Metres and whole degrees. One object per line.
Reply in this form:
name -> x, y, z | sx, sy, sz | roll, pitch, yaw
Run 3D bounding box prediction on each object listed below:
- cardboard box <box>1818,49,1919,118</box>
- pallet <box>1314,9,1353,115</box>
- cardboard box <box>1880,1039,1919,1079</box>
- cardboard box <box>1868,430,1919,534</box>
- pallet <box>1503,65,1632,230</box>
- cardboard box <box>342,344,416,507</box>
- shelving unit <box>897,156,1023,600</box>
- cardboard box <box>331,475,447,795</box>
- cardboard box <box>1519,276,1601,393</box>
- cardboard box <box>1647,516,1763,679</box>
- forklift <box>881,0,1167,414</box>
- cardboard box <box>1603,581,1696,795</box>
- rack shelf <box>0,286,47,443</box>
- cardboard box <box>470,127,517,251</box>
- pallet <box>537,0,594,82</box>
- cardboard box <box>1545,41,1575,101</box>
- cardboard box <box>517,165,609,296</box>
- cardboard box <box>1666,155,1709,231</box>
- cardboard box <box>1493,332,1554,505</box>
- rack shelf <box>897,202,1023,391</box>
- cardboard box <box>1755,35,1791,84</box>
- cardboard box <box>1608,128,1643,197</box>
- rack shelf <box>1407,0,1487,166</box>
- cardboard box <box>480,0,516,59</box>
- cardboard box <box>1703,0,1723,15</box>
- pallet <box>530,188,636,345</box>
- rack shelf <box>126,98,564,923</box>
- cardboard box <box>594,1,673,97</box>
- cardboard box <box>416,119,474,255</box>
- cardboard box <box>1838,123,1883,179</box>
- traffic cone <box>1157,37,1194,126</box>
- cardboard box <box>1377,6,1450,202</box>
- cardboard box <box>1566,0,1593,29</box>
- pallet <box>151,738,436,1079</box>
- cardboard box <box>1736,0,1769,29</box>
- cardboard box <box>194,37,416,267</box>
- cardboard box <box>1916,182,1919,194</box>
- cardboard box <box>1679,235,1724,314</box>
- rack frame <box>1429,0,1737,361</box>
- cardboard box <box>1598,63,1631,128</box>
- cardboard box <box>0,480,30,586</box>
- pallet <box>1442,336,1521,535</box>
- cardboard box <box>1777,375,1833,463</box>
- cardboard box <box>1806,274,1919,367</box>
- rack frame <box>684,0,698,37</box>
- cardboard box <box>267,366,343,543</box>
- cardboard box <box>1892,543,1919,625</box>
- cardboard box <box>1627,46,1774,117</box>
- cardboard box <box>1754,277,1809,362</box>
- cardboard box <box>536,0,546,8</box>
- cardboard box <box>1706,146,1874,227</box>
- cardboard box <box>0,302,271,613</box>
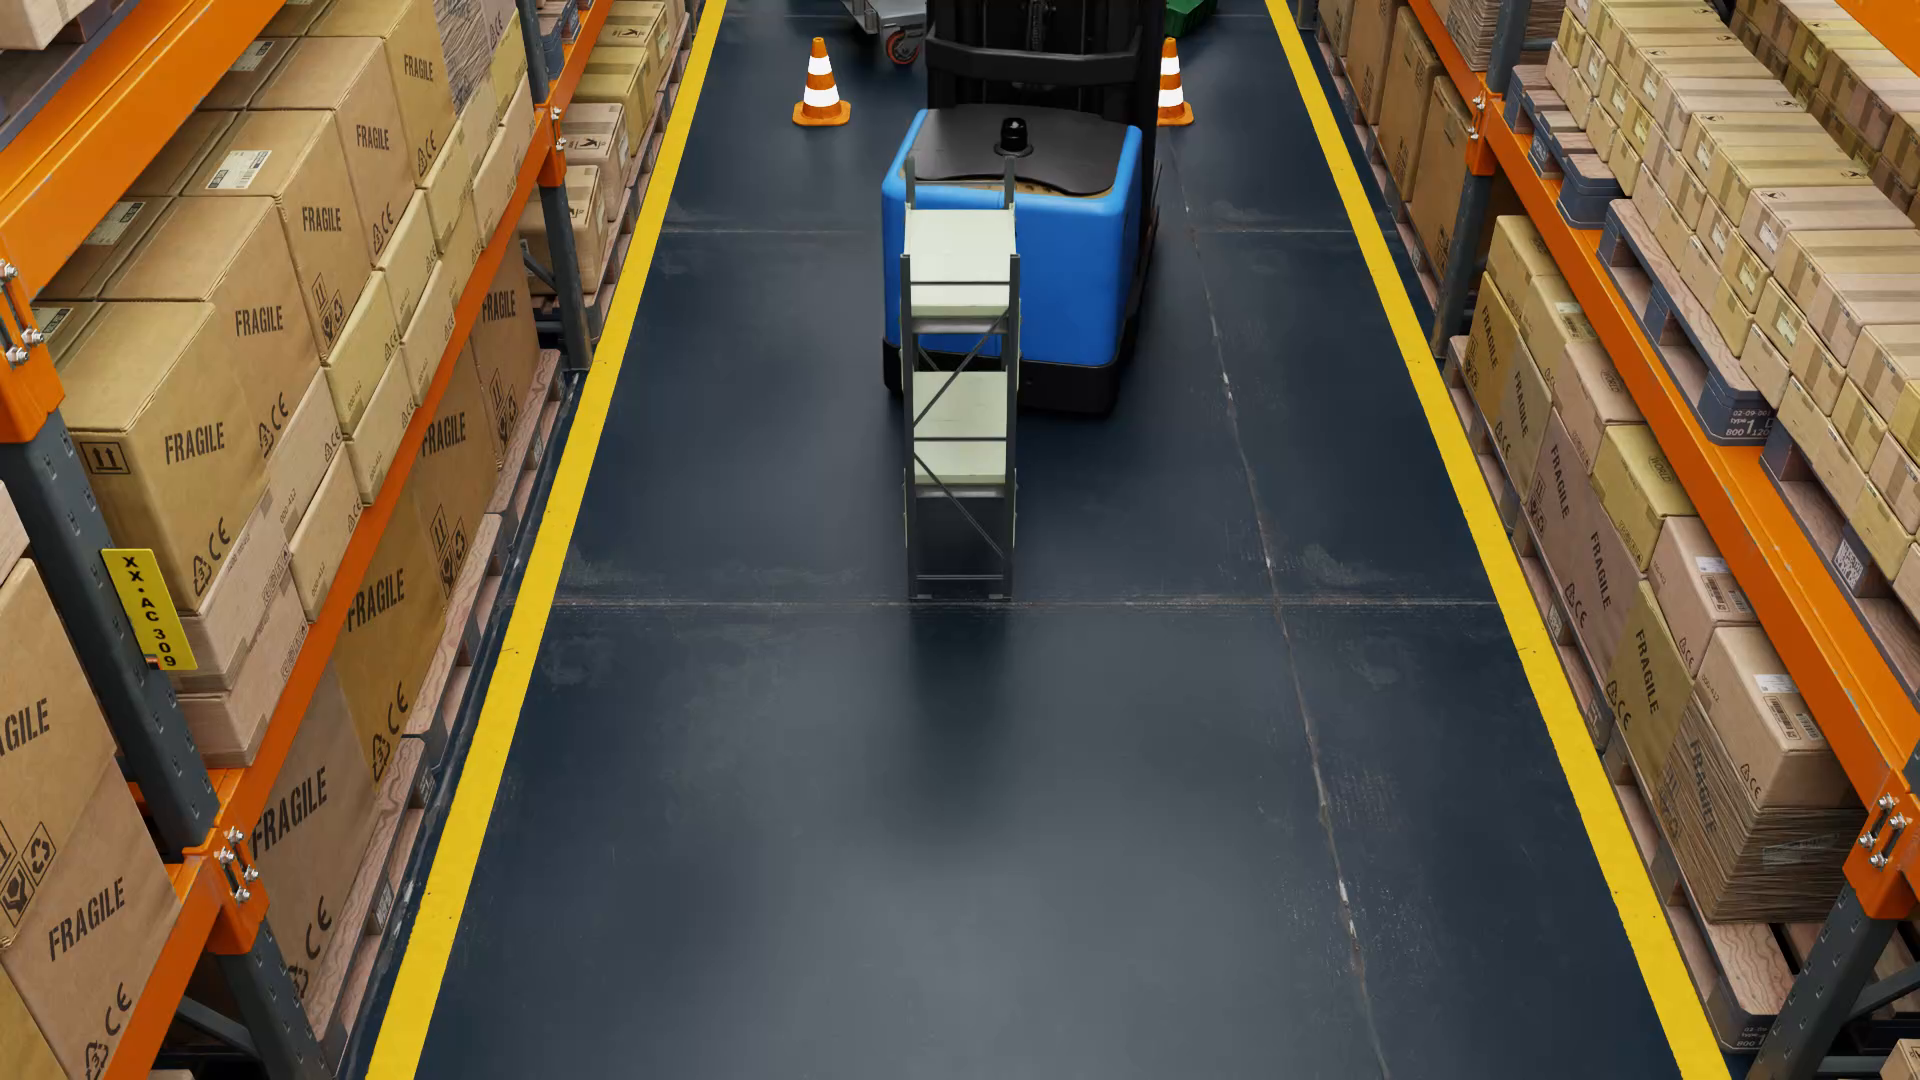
cardboard box -> 3.191, -1.556, 5.682 | 0.380, 0.149, 0.250 | 1, 39, 1
pallet -> 2.801, -2.983, 10.303 | 1.003, 0.211, 1.213 | 0, 39, 0
cardboard box -> 2.527, 1.382, 4.096 | 0.380, 0.149, 0.250 | 1, 39, 2
cardboard box -> 2.534, -0.146, 4.161 | 0.380, 0.149, 0.250 | 0, 39, 0
pallet -> 2.837, -1.531, 6.416 | 1.213, 0.211, 1.003 | 0, 39, 0
cardboard box -> -1.939, -0.345, 4.901 | 0.500, 0.250, 0.500 | 0, 39, 0
shelving unit -> 0.000, -0.589, 6.286 | 0.431, 1.500, 0.755 | 0, 39, 0
cardboard box -> -2.306, 0.229, 5.429 | 0.875, 0.875, 0.875 | 1, 39, 1
cardboard box -> 2.489, -0.784, 6.394 | 0.500, 0.250, 0.500 | 0, 39, -1
cardboard box -> 2.493, 0.181, 5.188 | 0.500, 0.250, 0.500 | 2, 39, 2
forklift -> 0.434, -2.624, 7.681 | 1.130, 2.935, 3.031 | 7, 39, 8
cardboard box -> 2.481, 0.478, 5.418 | 0.500, 0.500, 0.500 | -1, 39, -1
rack shelf -> -2.214, 0.877, 1.433 | 1.077, 0.370, 4.000 | 0, 39, 0
cardboard box -> -1.944, -1.291, 6.082 | 0.500, 0.250, 0.500 | 1, 39, 1
pallet -> -2.328, -2.356, 7.444 | 1.213, 0.211, 1.003 | 0, 39, 0
cardboard box -> 2.528, -1.838, 6.510 | 0.380, 0.149, 0.250 | -1, 39, -1
cardboard box -> -2.211, -1.477, 7.960 | 0.950, 0.372, 0.625 | -2, 39, -3
cardboard box -> 2.532, -1.126, 5.384 | 0.380, 0.149, 0.250 | 0, 39, 0
cardboard box -> 2.479, -0.483, 6.618 | 0.500, 0.500, 0.500 | 0, 39, 0
rack shelf -> 0.000, -0.894, 6.042 | 0.431, 0.370, 0.720 | 0, 39, 0
cardboard box -> 3.187, -1.758, 6.173 | 0.380, 0.149, 0.250 | 1, 39, 2
cardboard box -> 2.531, -1.332, 5.879 | 0.380, 0.149, 0.250 | 2, 39, 2
rack shelf -> 2.727, -3.022, 8.697 | 1.077, 0.370, 4.000 | 0, 39, 0
cardboard box -> -1.958, -2.091, 6.081 | 0.500, 0.500, 0.500 | -1, 39, -1
cardboard box -> 2.999, -2.372, 7.231 | 0.500, 0.500, 0.500 | 0, 39, 0
pallet -> -2.220, -1.386, 8.310 | 1.003, 0.211, 1.213 | 0, 39, 0
rack shelf -> -2.218, -0.454, 5.493 | 1.077, 0.370, 4.000 | 0, 39, 0
cardboard box -> -2.218, -2.847, 9.670 | 0.950, 0.372, 0.625 | 2, 39, 3
cardboard box -> -1.941, -1.178, 5.542 | 0.500, 0.250, 0.500 | -1, 39, -1
cardboard box -> 3.188, -1.282, 5.578 | 0.380, 0.149, 0.250 | 0, 39, 0
traffic cone -> 1.216, -2.724, 9.779 | 0.336, 0.463, 0.334 | 0, 39, 0
cardboard box -> 2.814, -2.265, 8.641 | 1.050, 0.750, 0.750 | 1, 39, 1
cardboard box -> 2.536, -2.058, 6.309 | 0.380, 0.149, 0.250 | 0, 39, 0
pallet -> -2.292, 1.122, 5.181 | 1.003, 0.211, 1.213 | 0, 39, 0
cardboard box -> 3.188, -2.044, 6.291 | 0.380, 0.149, 0.250 | -1, 39, -2
cardboard box -> -1.962, -1.143, 4.899 | 0.500, 0.500, 0.500 | -1, 39, -1
cardboard box -> 3.187, -1.072, 5.079 | 0.380, 0.149, 0.250 | 1, 39, 1
cardboard box -> 2.530, -0.846, 5.272 | 0.380, 0.149, 0.250 | -1, 39, -2
rack frame -> 2.729, -2.052, 6.912 | 1.000, 3.000, 0.127 | 0, 39, 0
cardboard box -> 2.535, -1.595, 5.969 | 0.380, 0.149, 0.250 | -1, 39, -1
cardboard box -> -1.897, 0.026, 2.920 | 0.380, 0.149, 0.250 | -1, 39, -1
pallet -> 2.729, -0.475, 7.174 | 1.003, 0.211, 1.213 | 0, 39, 0
cardboard box -> 2.536, -0.340, 4.640 | 0.380, 0.149, 0.250 | -2, 39, -2
cardboard box -> 2.538, -0.593, 4.481 | 0.380, 0.149, 0.250 | 0, 39, 0
rack frame -> -2.225, -4.487, 9.950 | 1.000, 3.000, 0.127 | 0, 39, 0
cardboard box -> -1.963, -0.222, 4.348 | 0.500, 0.250, 0.500 | 1, 39, 1
cardboard box -> 2.535, 0.135, 4.047 | 0.380, 0.149, 0.250 | -1, 39, -1
cardboard box -> 2.535, -1.574, 5.704 | 0.380, 0.149, 0.250 | -2, 39, -2
cardboard box -> 2.533, -0.635, 4.771 | 0.380, 0.149, 0.250 | -2, 39, -2
cardboard box -> -2.002, -2.431, 7.250 | 0.380, 0.149, 0.250 | -2, 39, -3
cardboard box -> 2.536, -1.083, 5.092 | 0.380, 0.149, 0.250 | -1, 39, -1
cardboard box -> -1.929, -0.188, 3.707 | 0.500, 0.500, 0.500 | 0, 39, 0
